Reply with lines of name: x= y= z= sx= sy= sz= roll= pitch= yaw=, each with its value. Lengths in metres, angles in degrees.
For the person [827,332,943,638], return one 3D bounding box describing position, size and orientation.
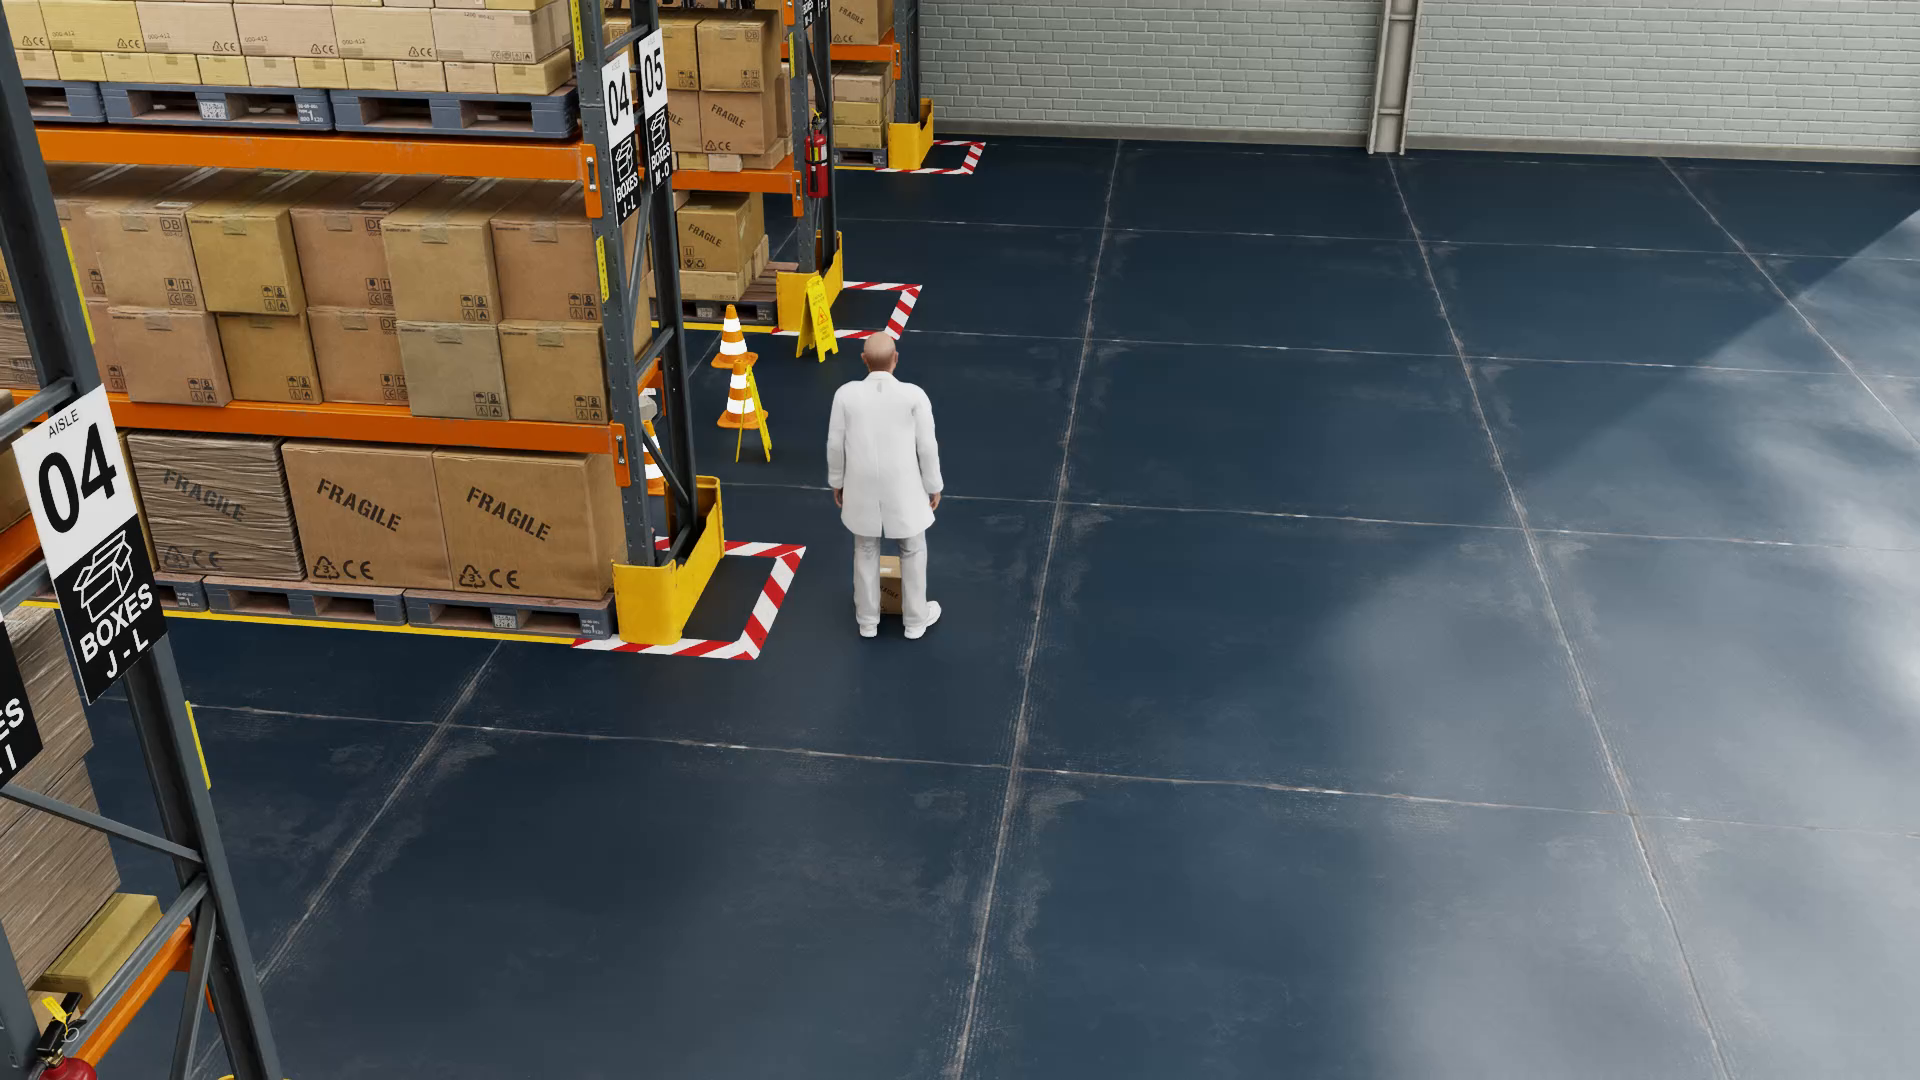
person: x=-0.409 y=-0.290 z=9.184 sx=0.641 sy=1.773 sz=0.427 roll=3 pitch=28 yaw=6
